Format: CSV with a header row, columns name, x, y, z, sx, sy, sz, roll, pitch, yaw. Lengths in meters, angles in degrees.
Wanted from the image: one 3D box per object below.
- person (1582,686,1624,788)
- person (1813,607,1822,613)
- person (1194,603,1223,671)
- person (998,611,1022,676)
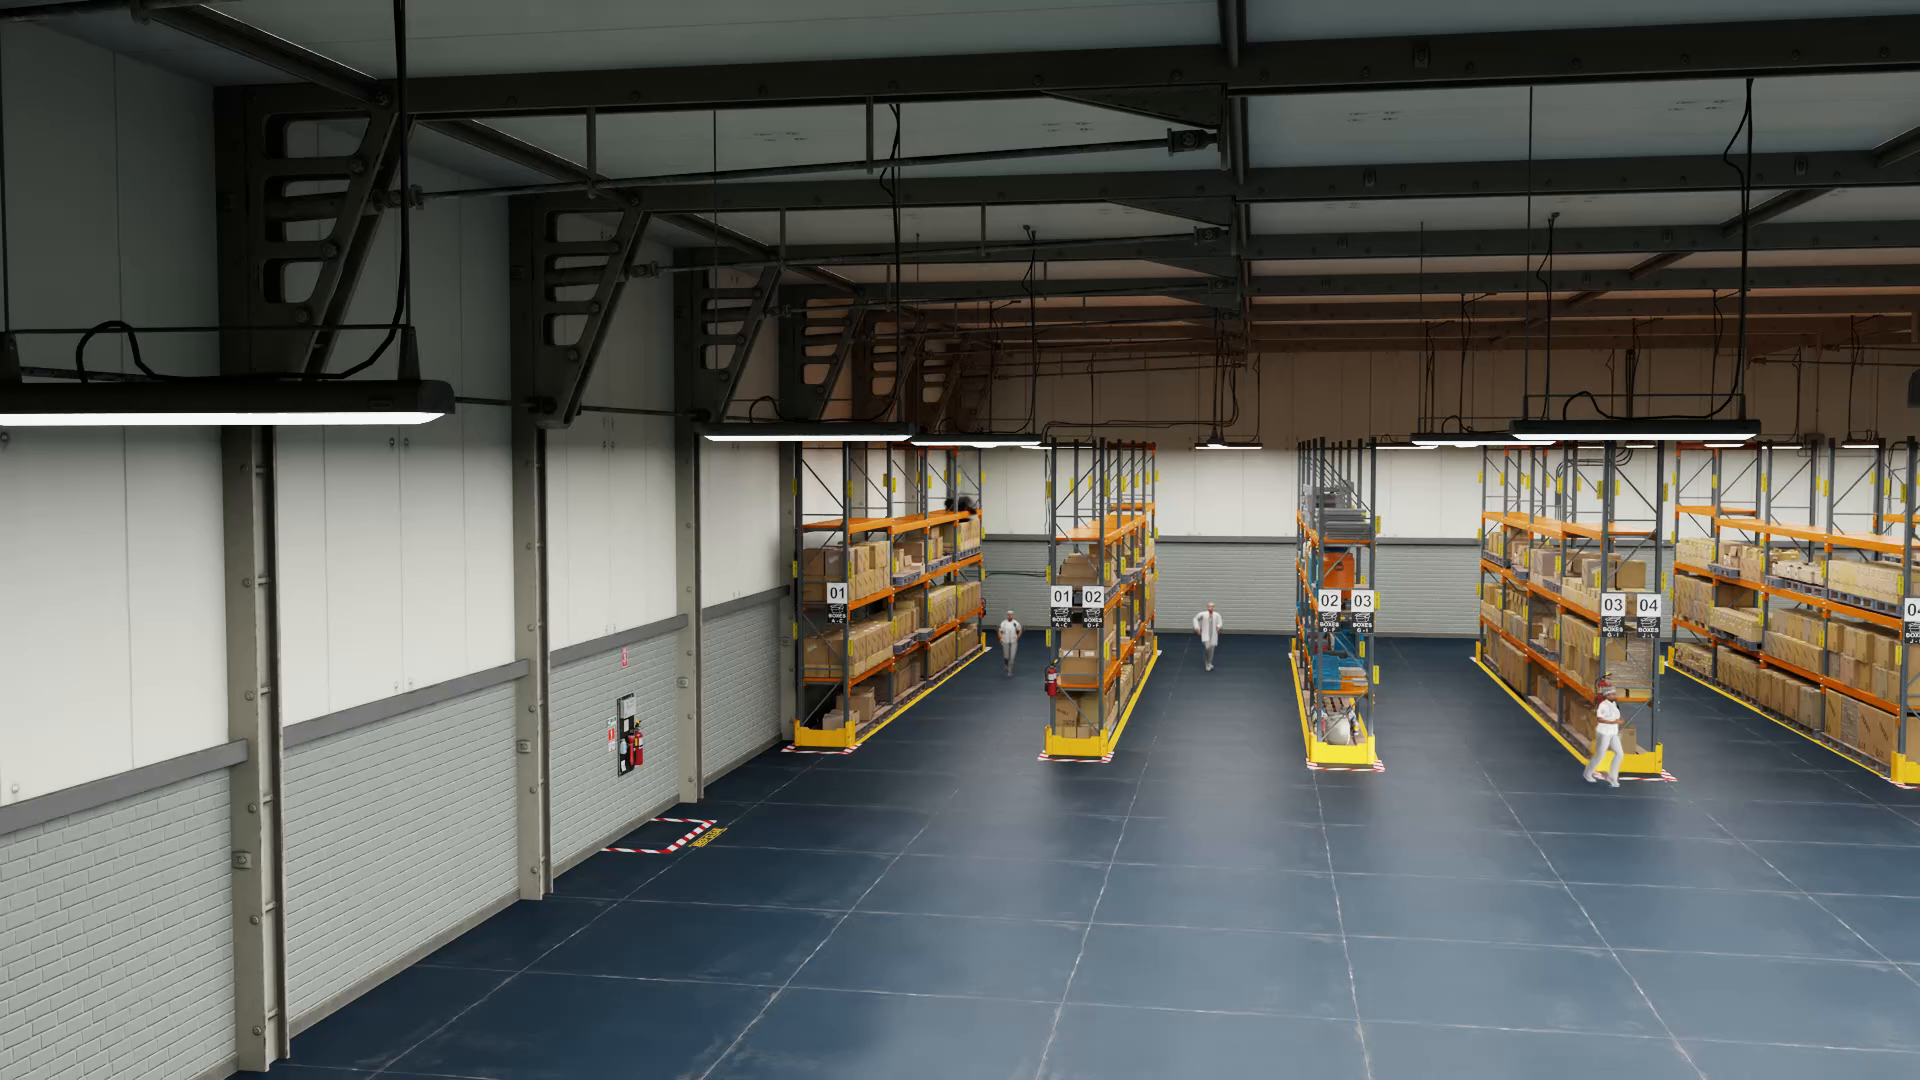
name,x,y,z,sx,sy,sz,roll,pitch,yaw
person,11.090,3.373,28.585,0.601,1.768,0.696,-2,4,-38
person,23.160,2.577,44.952,0.505,1.557,0.538,0,3,3
person,6.555,2.647,43.751,0.712,1.586,0.792,0,3,-8
person,1.272,2.595,42.117,0.614,1.628,0.565,0,3,2
